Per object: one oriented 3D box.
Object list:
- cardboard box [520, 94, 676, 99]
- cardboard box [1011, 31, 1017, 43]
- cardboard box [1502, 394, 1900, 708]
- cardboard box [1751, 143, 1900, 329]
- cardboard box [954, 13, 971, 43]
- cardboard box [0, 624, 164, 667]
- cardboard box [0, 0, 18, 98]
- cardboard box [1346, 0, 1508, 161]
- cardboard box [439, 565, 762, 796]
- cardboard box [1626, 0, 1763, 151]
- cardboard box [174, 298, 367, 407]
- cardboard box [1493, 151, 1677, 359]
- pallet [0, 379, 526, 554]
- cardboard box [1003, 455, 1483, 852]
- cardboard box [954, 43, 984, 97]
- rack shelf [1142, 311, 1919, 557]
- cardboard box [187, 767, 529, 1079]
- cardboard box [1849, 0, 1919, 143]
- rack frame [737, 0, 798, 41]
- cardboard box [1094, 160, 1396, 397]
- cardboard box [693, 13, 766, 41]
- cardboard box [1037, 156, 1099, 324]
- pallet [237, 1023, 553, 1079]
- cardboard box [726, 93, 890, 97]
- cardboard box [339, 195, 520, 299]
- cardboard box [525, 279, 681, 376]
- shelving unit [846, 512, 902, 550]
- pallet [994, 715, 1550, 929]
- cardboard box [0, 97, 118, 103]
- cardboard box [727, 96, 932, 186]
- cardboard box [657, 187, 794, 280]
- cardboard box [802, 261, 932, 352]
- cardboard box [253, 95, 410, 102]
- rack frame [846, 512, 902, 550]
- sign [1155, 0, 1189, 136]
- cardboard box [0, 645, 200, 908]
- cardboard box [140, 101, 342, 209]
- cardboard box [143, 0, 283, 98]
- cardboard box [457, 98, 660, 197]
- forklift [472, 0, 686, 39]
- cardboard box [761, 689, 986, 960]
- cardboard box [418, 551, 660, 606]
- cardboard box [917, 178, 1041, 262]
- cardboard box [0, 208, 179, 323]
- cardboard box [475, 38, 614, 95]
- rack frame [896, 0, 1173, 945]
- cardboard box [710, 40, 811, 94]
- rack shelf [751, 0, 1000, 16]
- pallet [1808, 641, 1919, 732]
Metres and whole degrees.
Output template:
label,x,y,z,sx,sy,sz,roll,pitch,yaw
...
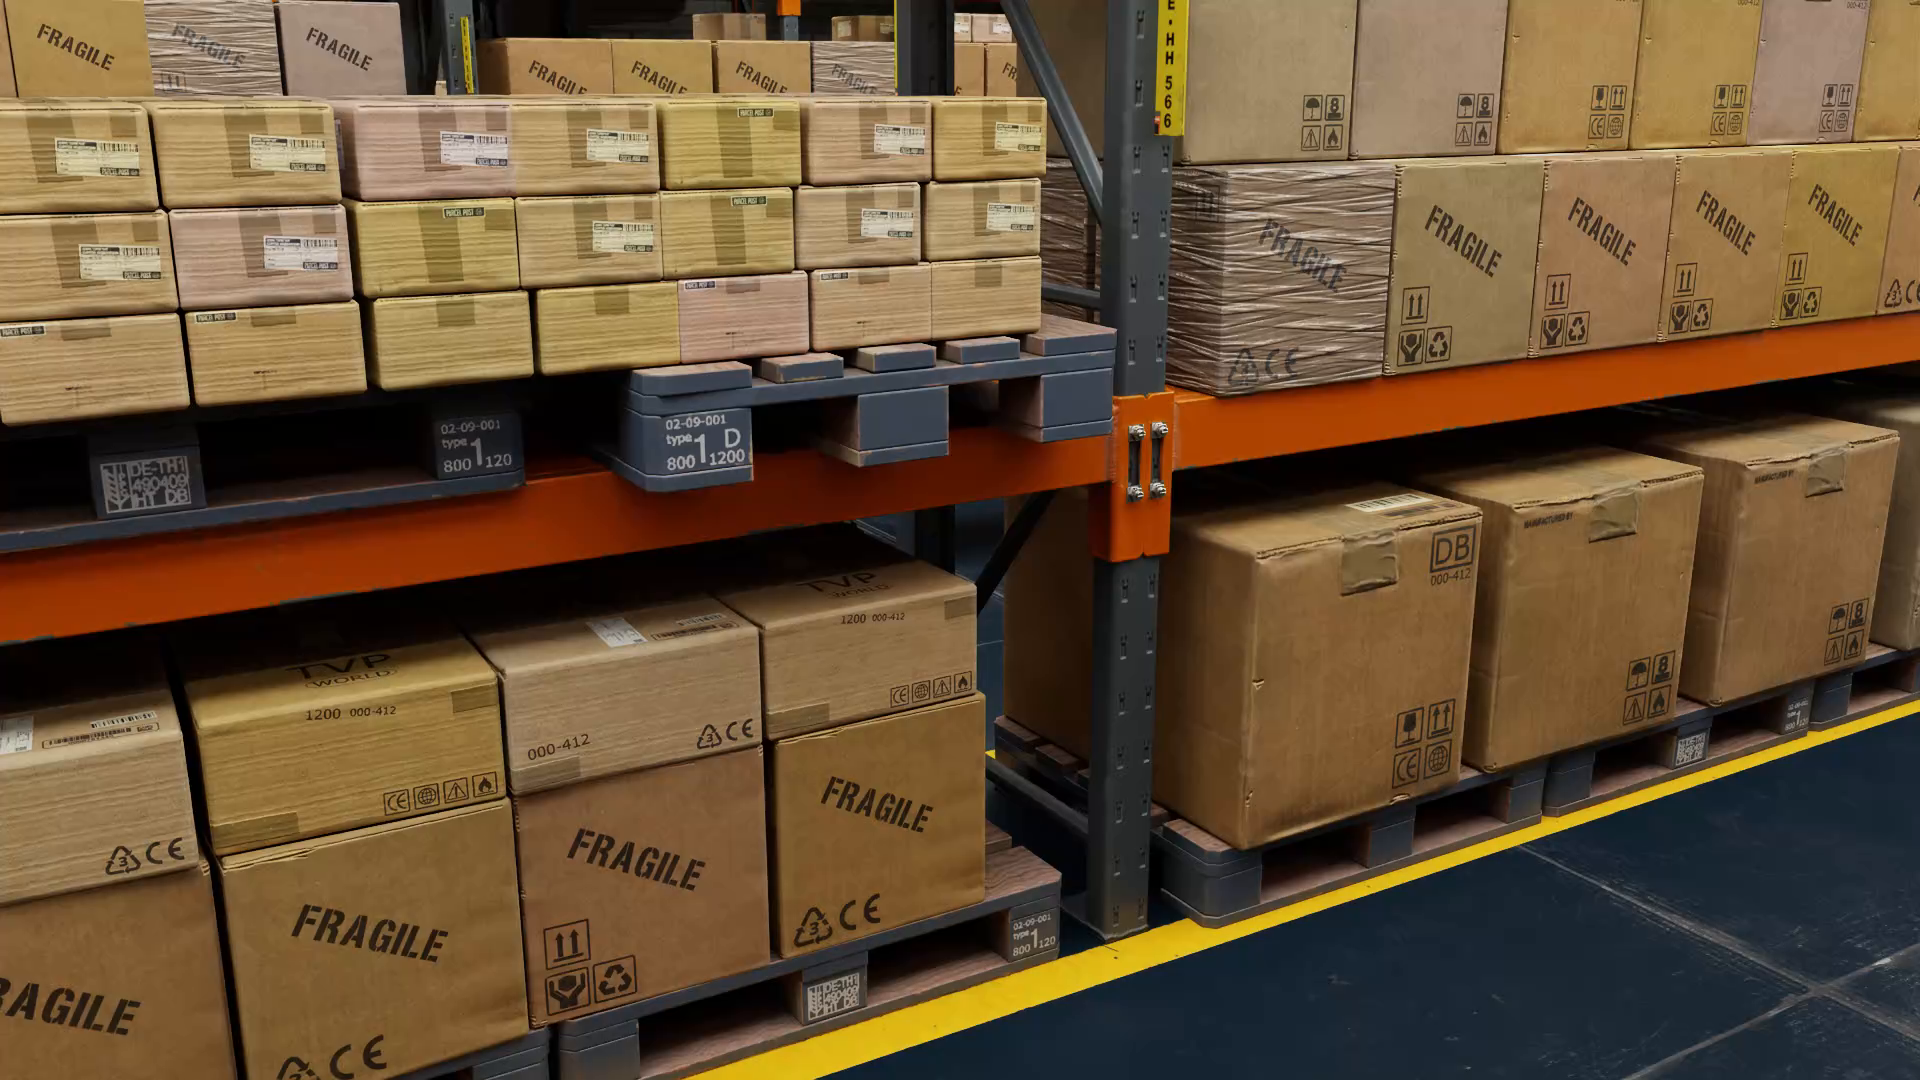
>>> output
label,x,y,z,sx,sy,sz,roll,pitch,yaw
cardboard box,-0.792,-0.880,3.578,0.250,0.149,0.380,-9,18,-30
cardboard box,0.353,-3.013,9.884,0.250,0.149,0.380,-9,18,-30
cardboard box,2.260,-0.038,5.377,0.750,0.750,1.050,-9,18,-30
cardboard box,2.398,-0.932,4.994,0.500,0.500,0.500,-9,18,-29
cardboard box,-0.148,-2.738,8.902,0.250,0.149,0.380,-10,19,-32
cardboard box,-1.882,0.286,3.296,0.500,0.250,0.500,-10,19,-32
cardboard box,-4.101,-1.922,6.672,0.500,0.500,0.500,-10,18,-31
cardboard box,0.968,-1.263,4.322,0.500,0.500,0.700,-10,18,-31
cardboard box,-0.733,0.266,3.369,0.500,0.250,0.500,-9,18,-29
cardboard box,1.845,-1.406,4.832,0.500,0.500,0.700,-9,18,-30
cardboard box,-1.143,-0.332,2.726,0.250,0.149,0.380,-9,18,-28
cardboard box,1.536,-0.793,4.495,0.500,0.500,0.500,-9,18,-30
pallet,-1.530,-0.226,3.015,1.213,0.211,1.003,-9,18,-30
cardboard box,0.714,0.214,4.479,0.750,0.750,1.050,-9,18,-30
cardboard box,-0.209,-2.427,8.997,0.500,0.500,0.500,-9,18,-28
rack shelf,1.860,-0.535,5.093,4.000,0.370,1.077,-9,18,-30
cardboard box,-1.176,0.699,3.213,0.500,0.500,0.500,-10,19,-32
cardboard box,2.712,-1.546,5.331,0.500,0.500,0.700,-10,18,-31
rack frame,-1.621,-3.438,14.118,0.127,3.000,1.000,-9,18,-30
cardboard box,0.669,-0.651,3.990,0.500,0.500,0.500,-9,18,-29
cardboard box,-1.233,-2.733,8.886,0.250,0.149,0.380,-10,19,-32
cardboard box,0.393,-0.776,4.436,0.500,0.500,0.500,-9,18,-30
pallet,-1.570,1.016,3.393,1.213,0.211,1.003,-9,18,-30
cardboard box,-0.354,-0.951,3.830,0.250,0.149,0.380,-9,18,-30
cardboard box,-0.925,-0.510,2.809,0.250,0.149,0.380,-9,18,-30
cardboard box,-0.690,-0.406,2.987,0.250,0.149,0.380,-9,18,-30
shelving unit,0.073,-0.734,7.250,1.048,1.500,0.538,-9,18,-30
pallet,0.860,0.647,4.709,1.213,0.211,1.003,-9,18,-30
cardboard box,-1.692,-0.735,3.058,0.250,0.149,0.380,-10,18,-30
cardboard box,-0.255,-0.762,3.157,0.250,0.149,0.380,-9,18,-30
cardboard box,-0.496,-0.579,3.054,0.250,0.149,0.380,-9,18,-28
cardboard box,-0.254,-0.475,3.236,0.250,0.149,0.380,-9,18,-30
cardboard box,-1.250,-0.806,3.312,0.250,0.149,0.380,-8,18,-27
rack frame,-0.363,-0.663,6.998,0.032,1.500,0.500,-9,18,-30
sign,0.433,-0.998,3.415,0.005,0.325,0.100,-9,18,-30
cardboard box,-1.619,0.407,2.864,0.500,0.250,0.500,-8,18,-28
cardboard box,-1.148,-0.617,2.640,0.250,0.149,0.380,-8,18,-27
cardboard box,-3.235,-2.058,7.158,0.500,0.500,0.500,-9,18,-29
cardboard box,-0.707,-0.688,2.892,0.250,0.149,0.380,-9,18,-28
forklift,-2.392,-2.522,10.976,3.031,2.935,1.130,-9,18,-30
cardboard box,-0.284,0.550,3.743,0.500,0.500,0.500,-9,18,-30
cardboard box,-1.005,0.148,3.790,0.500,0.250,0.500,-9,18,-30
cardboard box,-0.044,-0.654,3.320,0.250,0.149,0.380,-9,18,-29
cardboard box,-1.369,-0.438,2.551,0.250,0.149,0.380,-10,18,-31
cardboard box,-1.986,-2.137,7.961,0.500,0.500,0.500,-10,18,-31
rack frame,0.145,-0.603,4.004,0.127,3.000,1.000,-9,18,-30
cardboard box,-1.091,-2.286,8.495,0.500,0.500,0.500,-9,18,-29
rack shelf,0.093,-4.814,14.802,4.000,0.370,1.077,-9,18,-30
pallet,2.952,0.308,5.919,1.213,0.211,1.003,-9,18,-30
